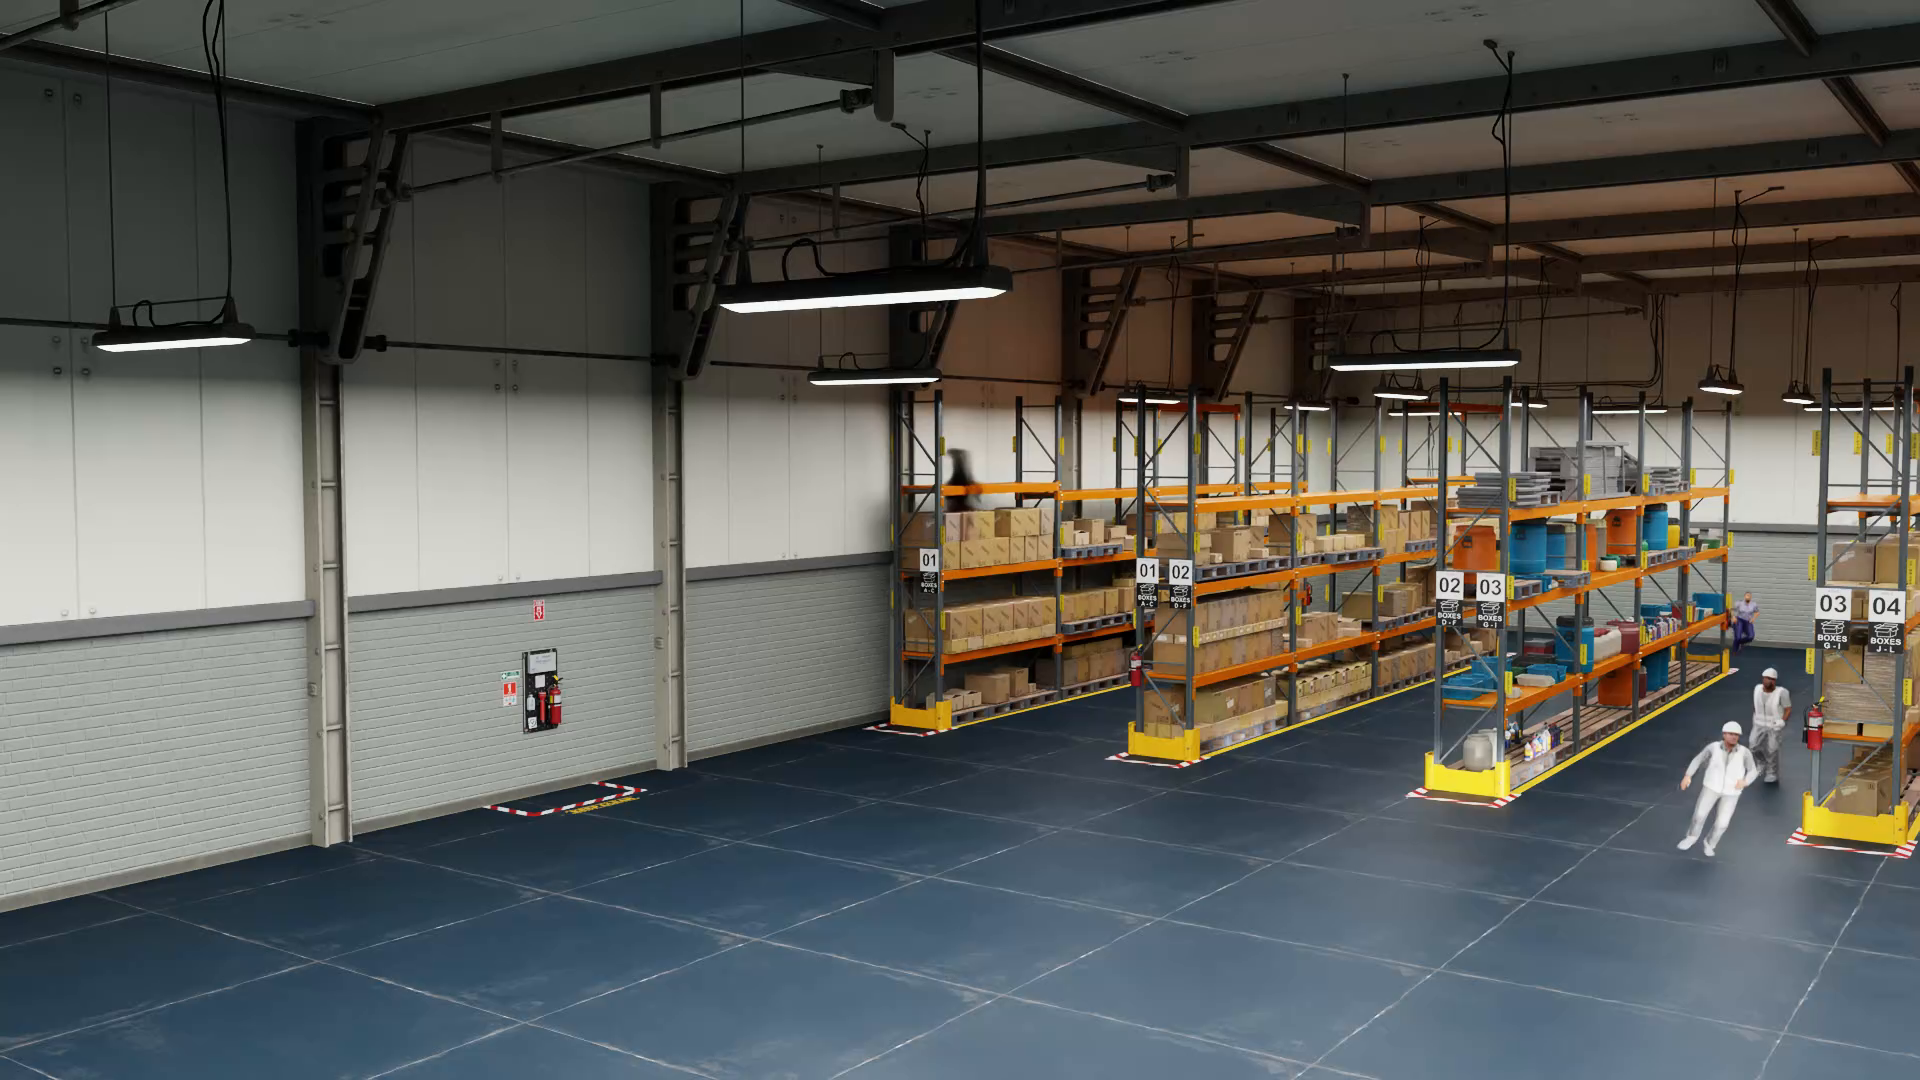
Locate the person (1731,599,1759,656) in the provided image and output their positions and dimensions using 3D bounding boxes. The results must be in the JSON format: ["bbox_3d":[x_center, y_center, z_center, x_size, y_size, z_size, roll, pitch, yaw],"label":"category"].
[{"bbox_3d":[18.830,2.094,39.870,0.621,1.382,0.499,0,3,-2],"label":"person"}]

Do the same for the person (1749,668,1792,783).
[{"bbox_3d":[11.937,2.744,24.573,0.796,1.732,0.697,-3,4,-43],"label":"person"}]

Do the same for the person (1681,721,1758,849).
[{"bbox_3d":[9.245,3.004,20.229,0.839,1.618,0.593,1,3,19],"label":"person"}]
